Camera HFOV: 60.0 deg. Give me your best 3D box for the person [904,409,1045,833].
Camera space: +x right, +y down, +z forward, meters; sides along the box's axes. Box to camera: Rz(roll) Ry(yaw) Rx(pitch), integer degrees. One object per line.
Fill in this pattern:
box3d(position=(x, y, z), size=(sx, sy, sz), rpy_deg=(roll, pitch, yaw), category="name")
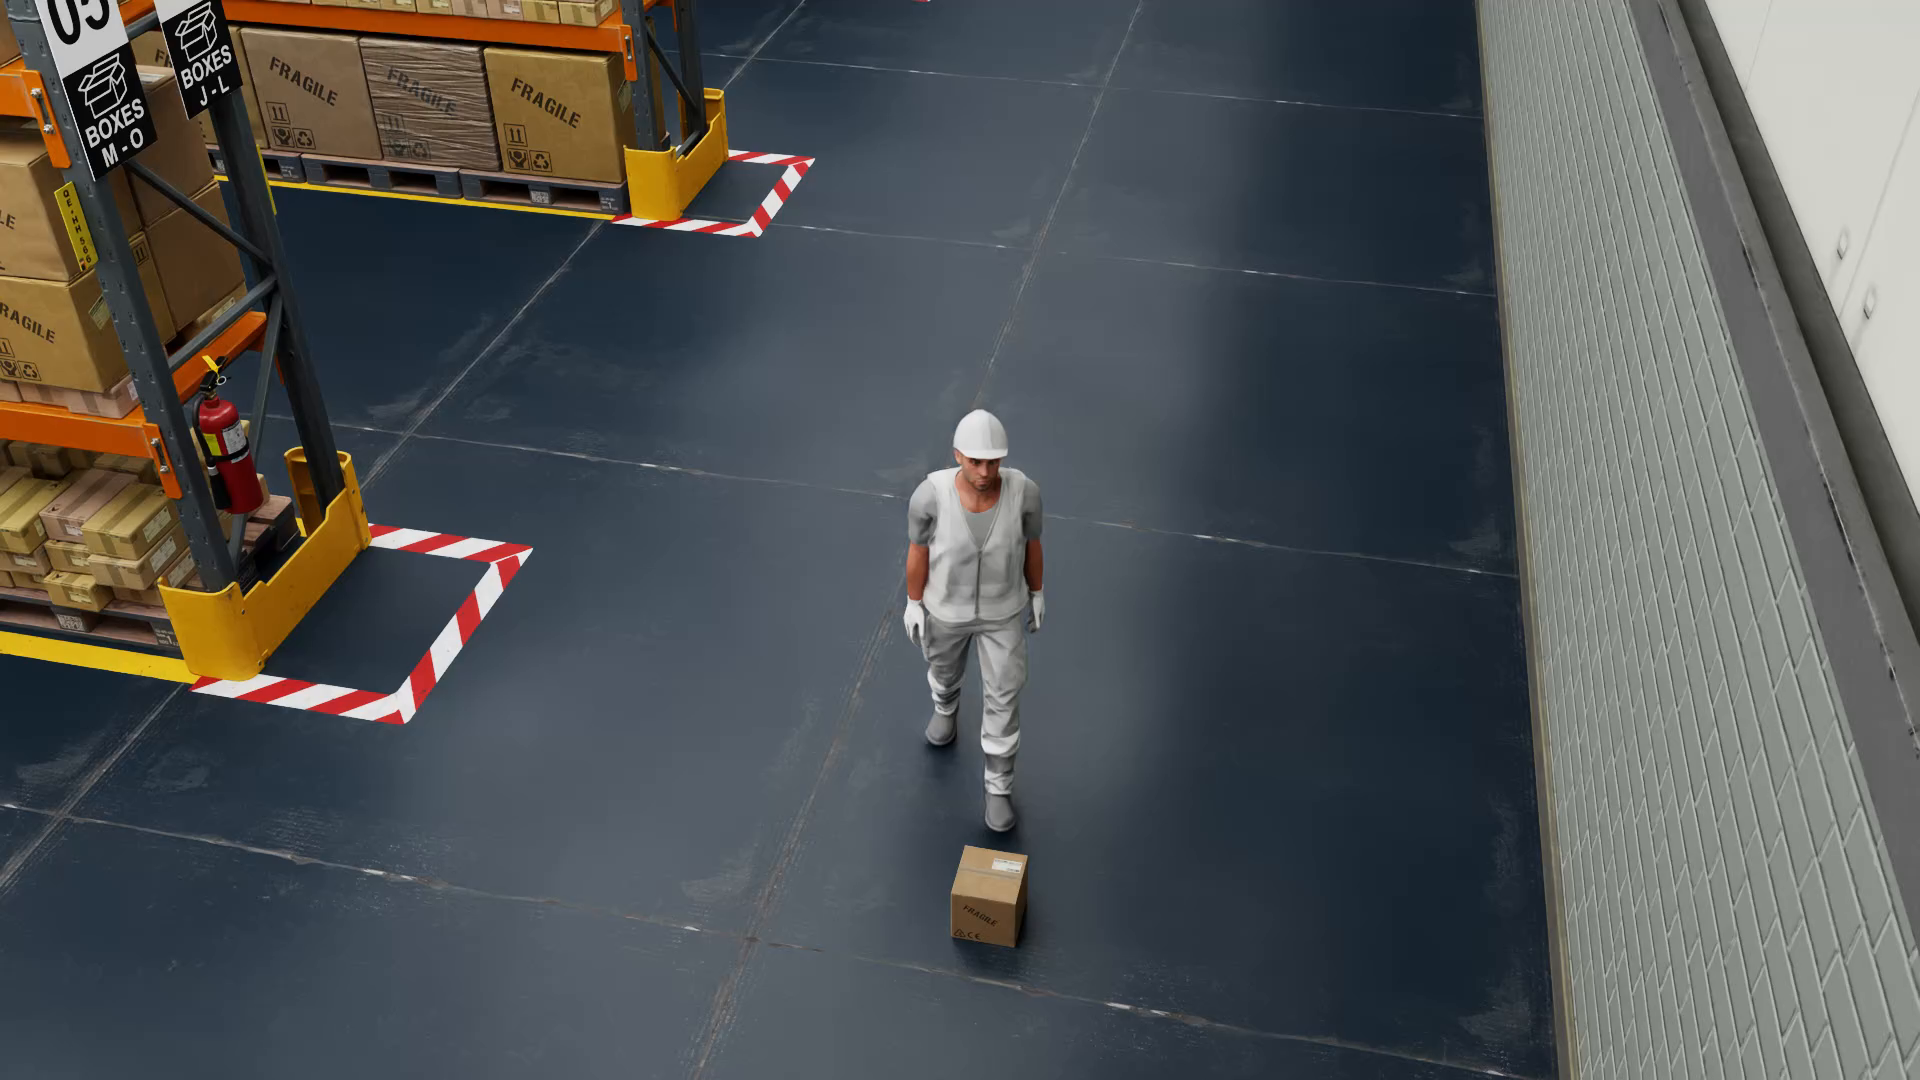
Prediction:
box3d(position=(0.063, 0.280, 6.570), size=(0.571, 1.784, 0.837), rpy_deg=(-2, 36, -3), category="person")
